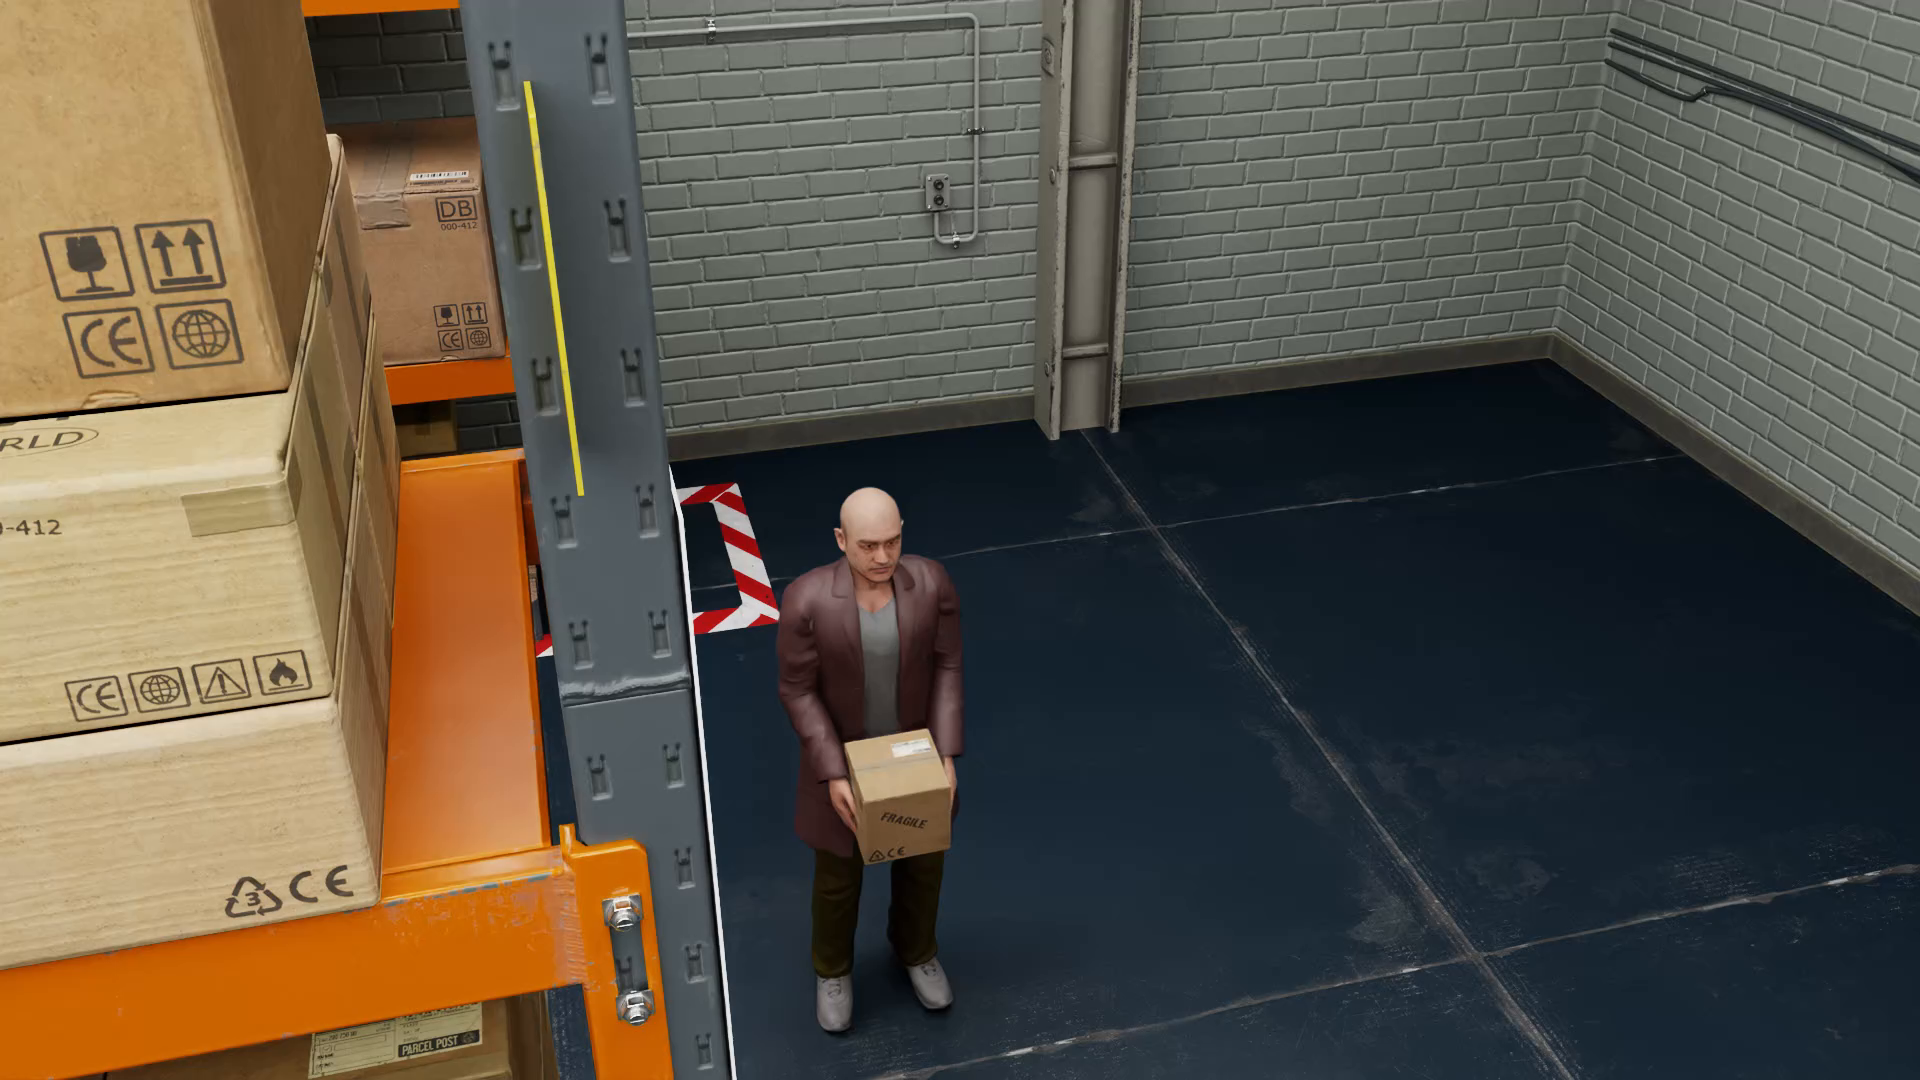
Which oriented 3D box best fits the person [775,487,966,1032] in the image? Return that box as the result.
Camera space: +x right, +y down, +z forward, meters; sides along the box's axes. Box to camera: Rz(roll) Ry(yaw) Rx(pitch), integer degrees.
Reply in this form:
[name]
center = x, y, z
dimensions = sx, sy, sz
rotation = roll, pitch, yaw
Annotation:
[person]
center = -0.233, 0.775, 4.987
dimensions = 0.566, 1.583, 0.499
rotation = -8, 31, -14
